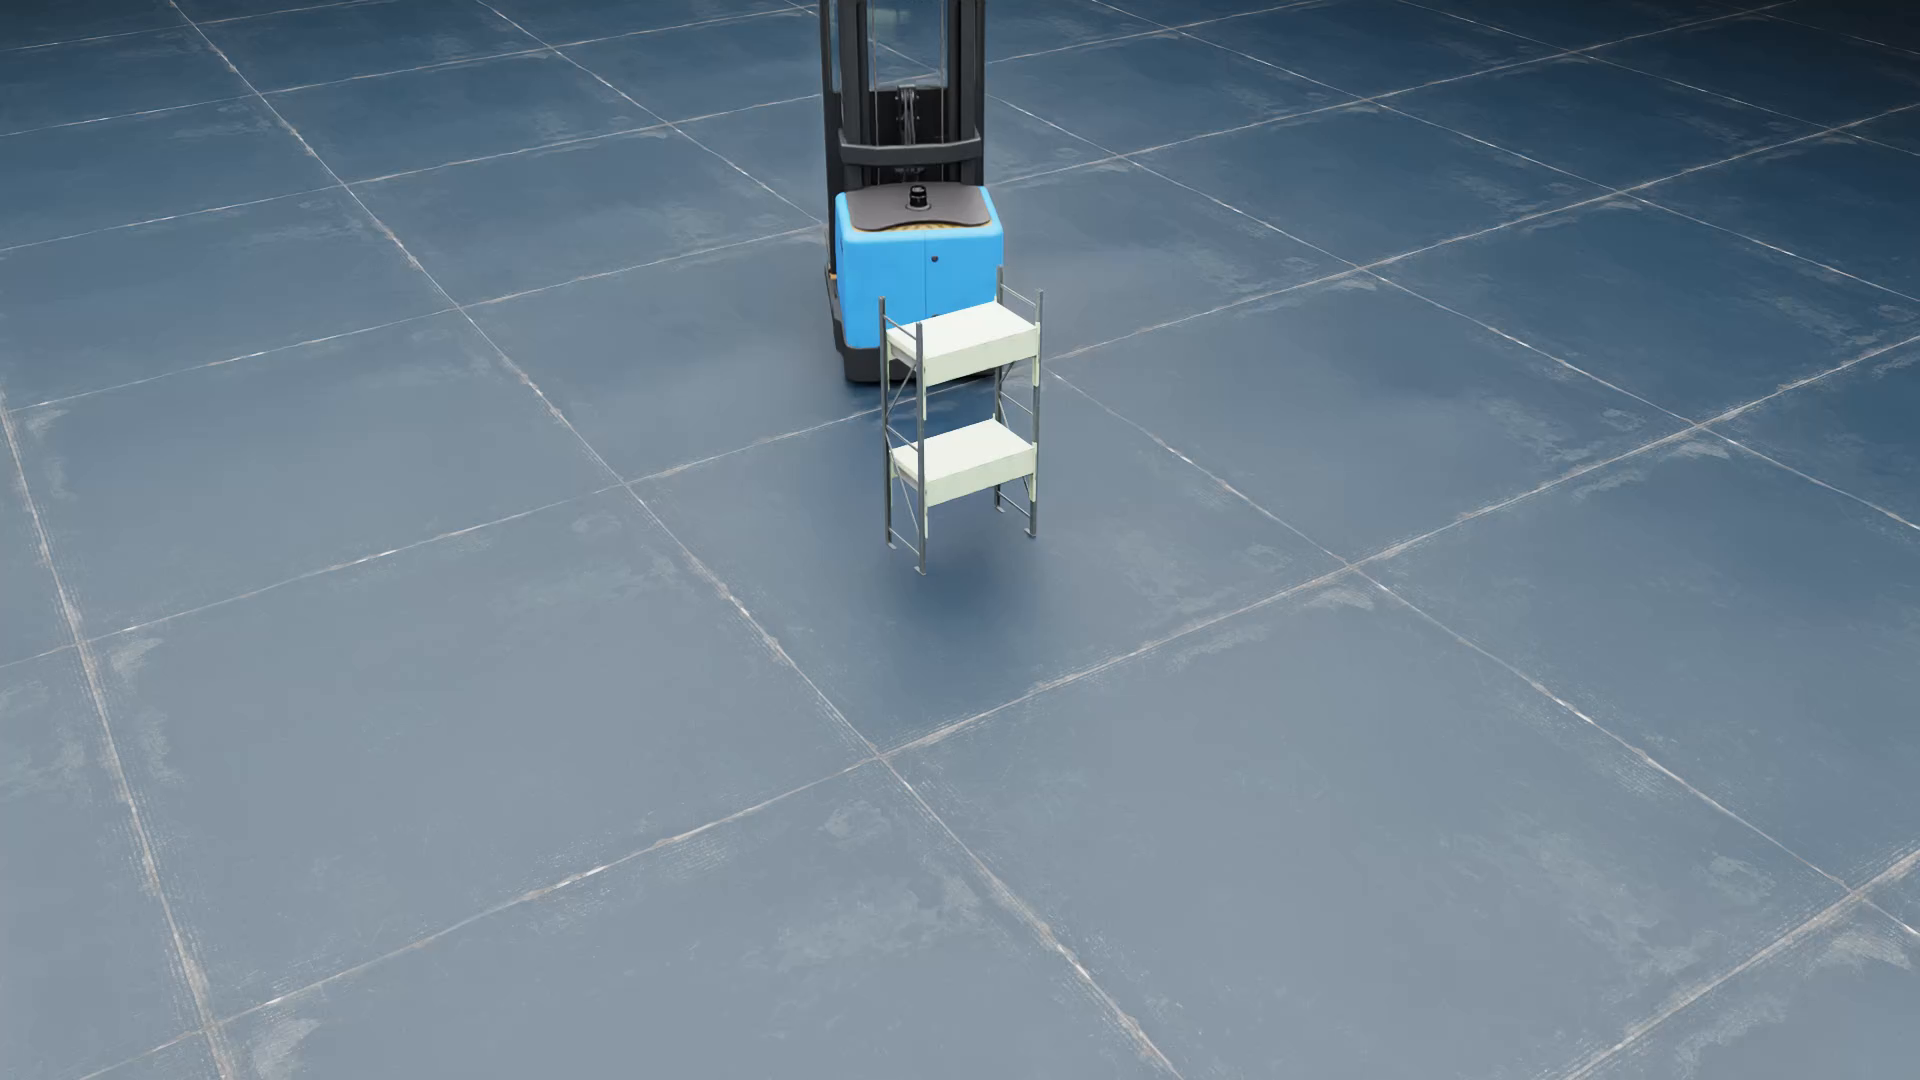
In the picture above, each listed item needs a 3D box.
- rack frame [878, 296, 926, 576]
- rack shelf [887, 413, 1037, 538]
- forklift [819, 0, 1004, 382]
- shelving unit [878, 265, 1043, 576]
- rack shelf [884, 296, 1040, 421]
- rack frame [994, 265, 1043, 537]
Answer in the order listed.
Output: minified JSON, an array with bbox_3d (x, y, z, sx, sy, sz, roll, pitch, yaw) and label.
[{"bbox_3d":[-0.302,-0.530,8.807,0.023,1.500,0.400,-19,37,-27],"label":"rack frame"},{"bbox_3d":[0.006,-0.361,9.148,0.720,0.370,0.431,-19,37,-27],"label":"rack shelf"},{"bbox_3d":[-0.411,-3.043,11.449,1.130,2.935,3.031,-4,32,-6],"label":"forklift"},{"bbox_3d":[0.006,-0.636,8.974,0.755,1.500,0.431,-19,37,-27],"label":"shelving unit"},{"bbox_3d":[0.006,-0.966,8.766,0.720,0.370,0.431,-19,37,-27],"label":"rack shelf"},{"bbox_3d":[0.313,-0.742,9.142,0.023,1.500,0.400,-19,37,-27],"label":"rack frame"}]
